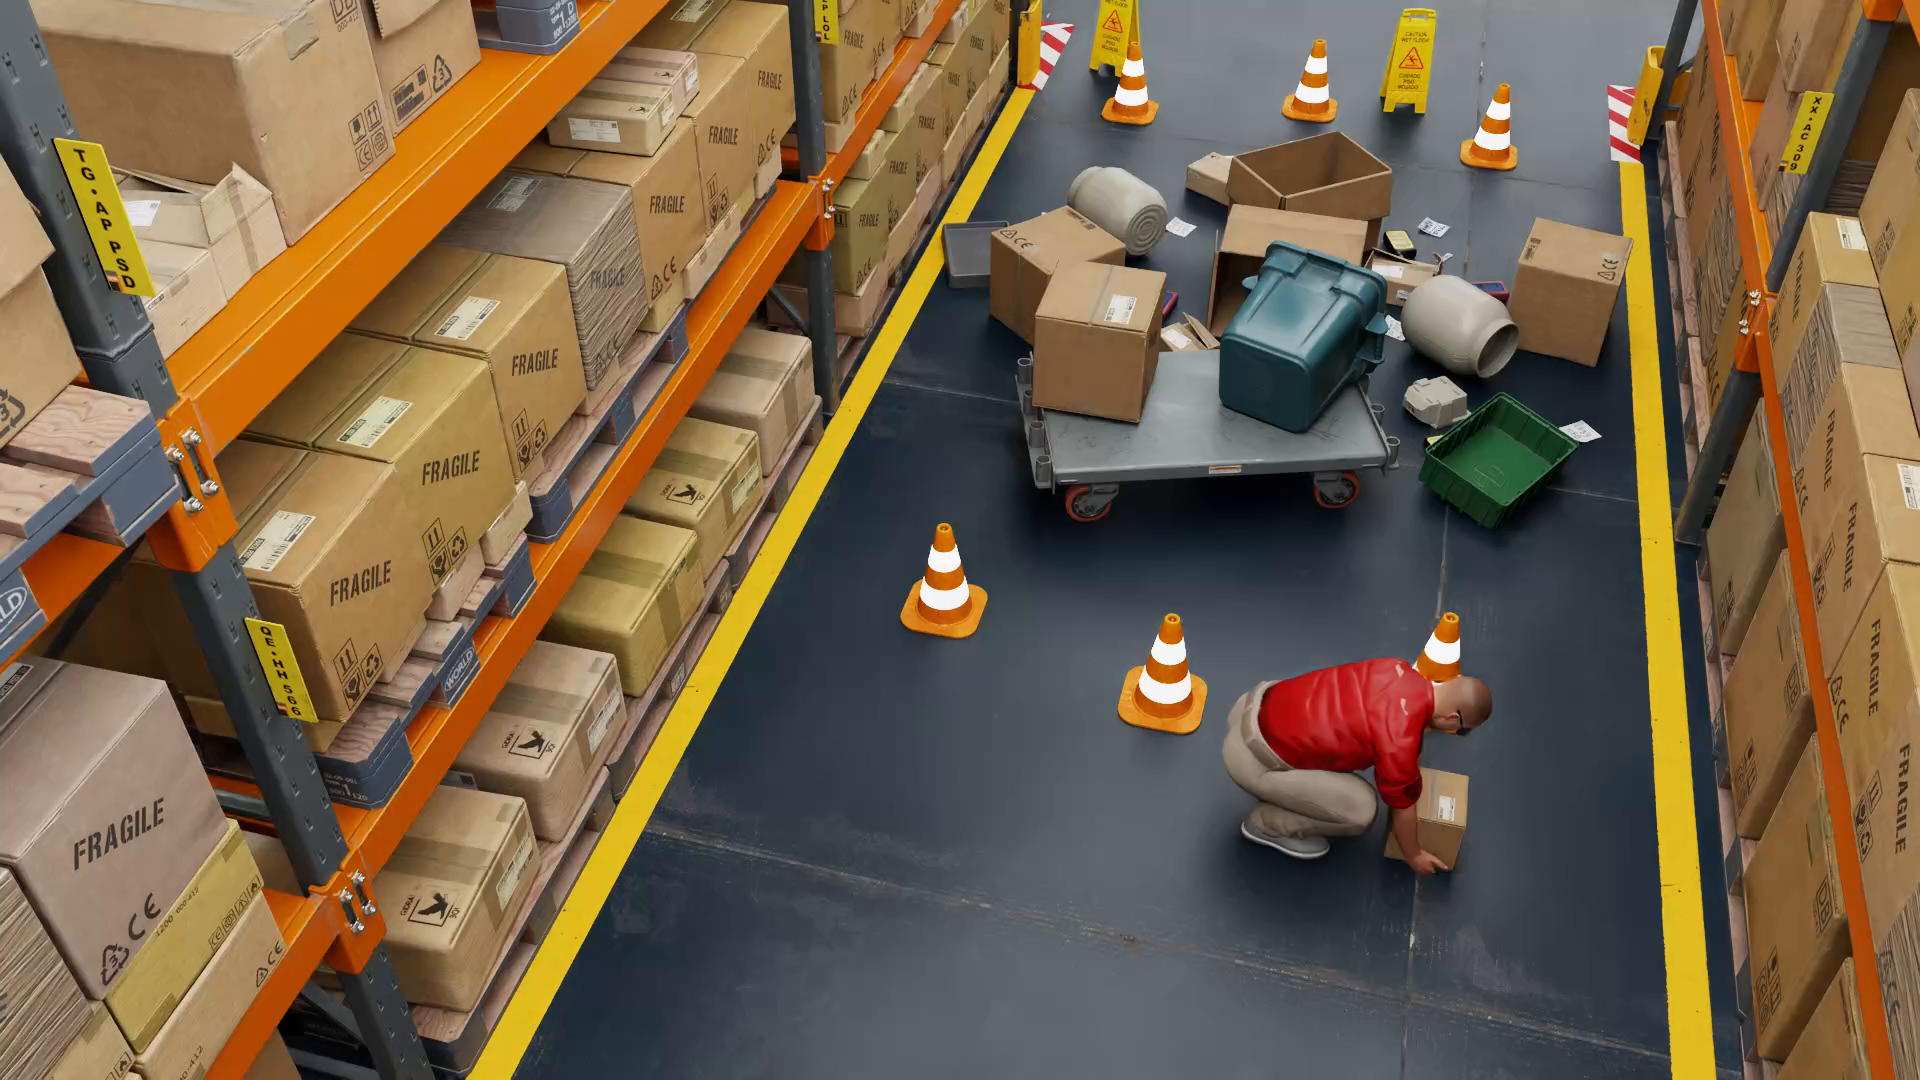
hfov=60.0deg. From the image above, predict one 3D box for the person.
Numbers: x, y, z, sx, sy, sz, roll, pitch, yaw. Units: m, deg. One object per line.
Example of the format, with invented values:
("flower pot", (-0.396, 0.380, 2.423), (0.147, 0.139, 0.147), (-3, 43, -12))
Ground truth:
("person", (1.406, 0.791, 6.041), (0.891, 0.851, 0.546), (10, 42, 11))
